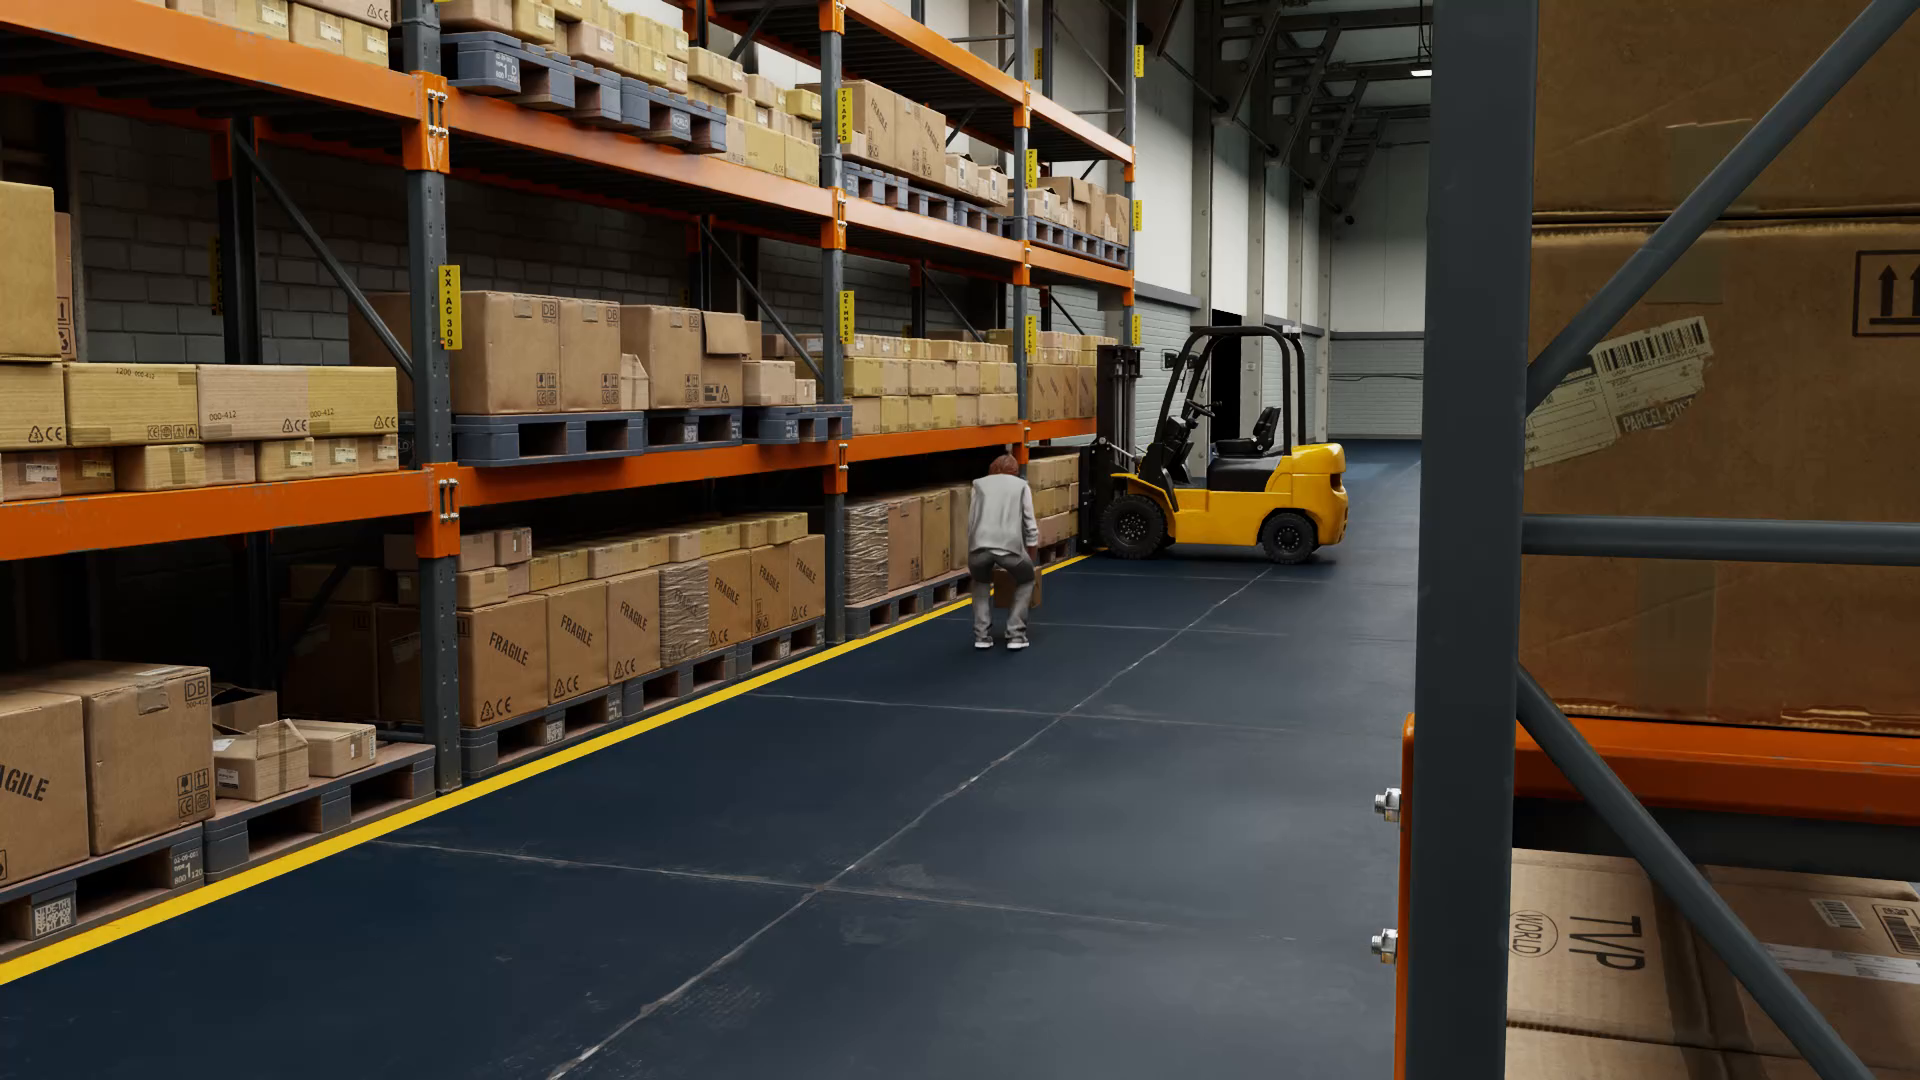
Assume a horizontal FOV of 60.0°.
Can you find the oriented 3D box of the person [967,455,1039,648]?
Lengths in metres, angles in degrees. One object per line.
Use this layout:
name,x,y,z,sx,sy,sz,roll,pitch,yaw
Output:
person,0.232,0.083,10.340,0.462,1.175,0.710,1,6,14
